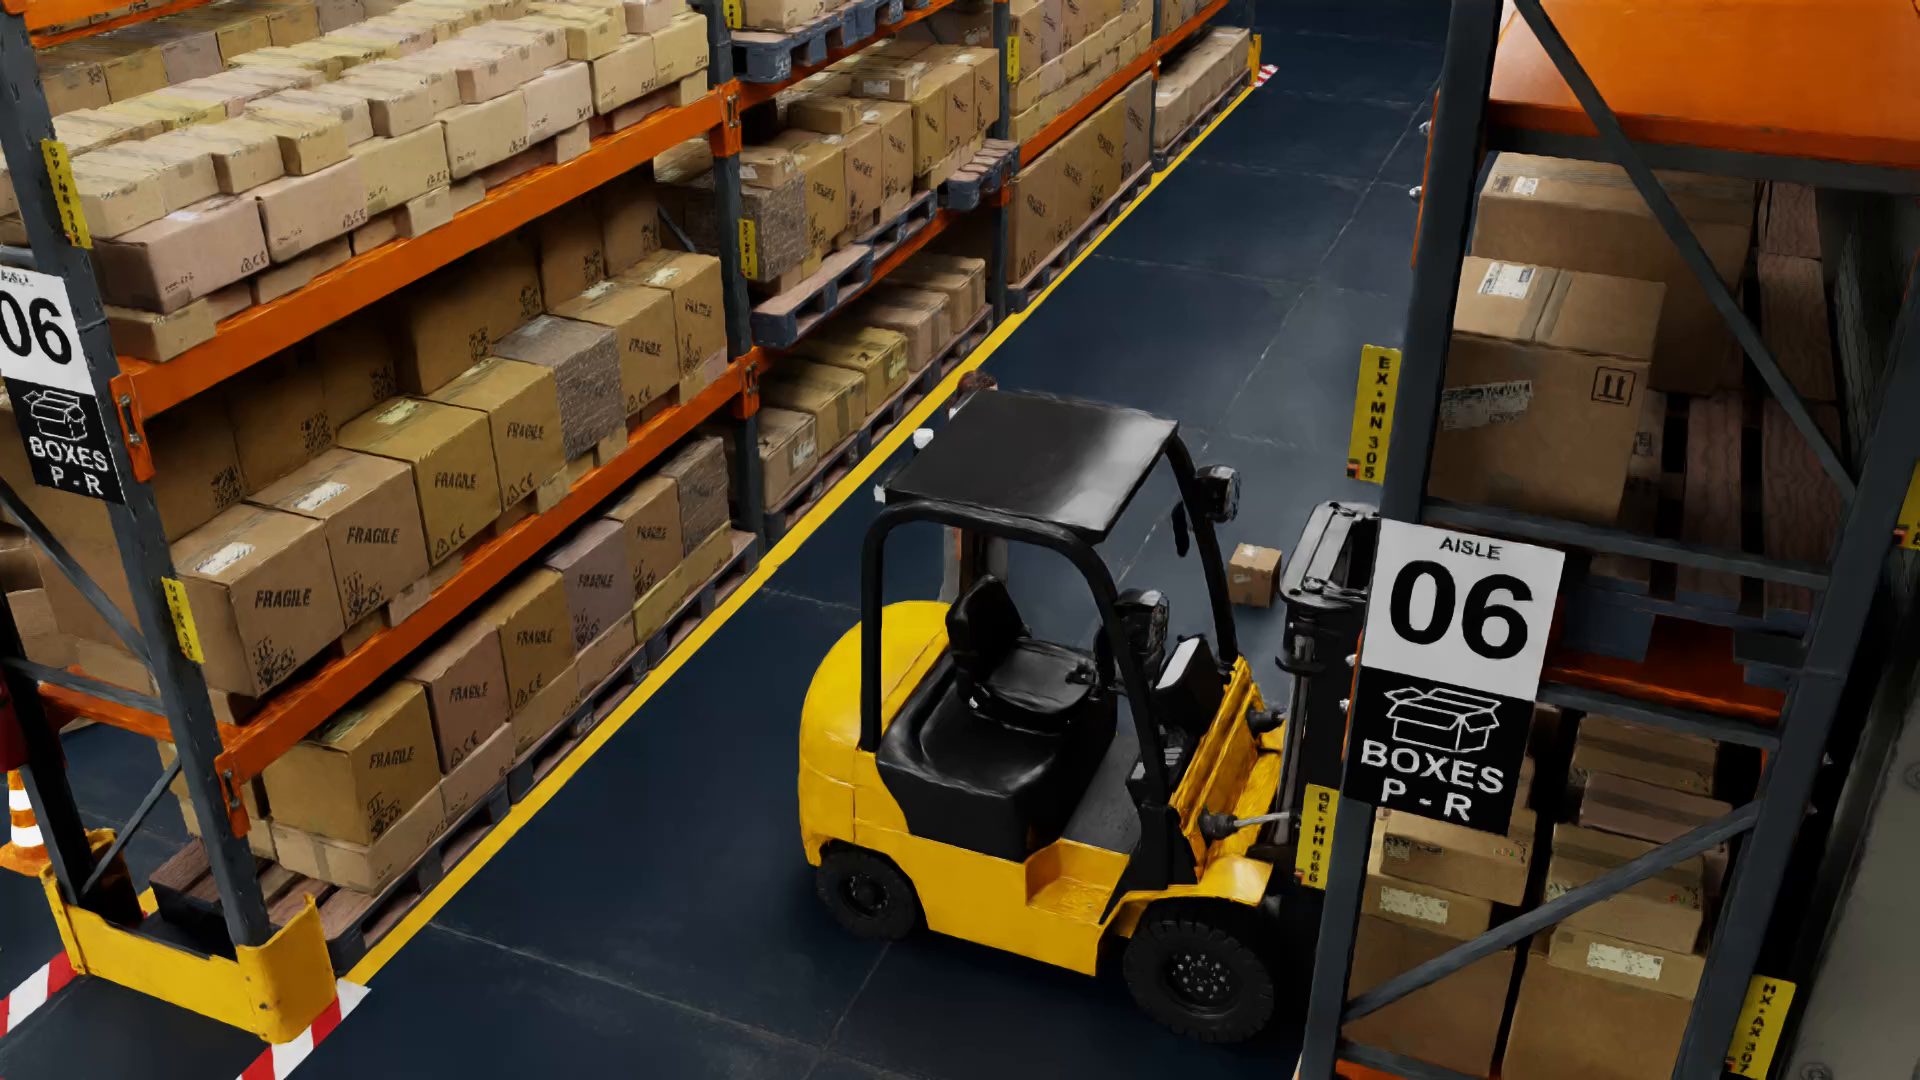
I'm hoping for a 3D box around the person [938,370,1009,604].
[{"bbox_3d":[0.092,-0.083,8.491,0.412,1.674,0.537,20,36,31],"label":"person"}]
